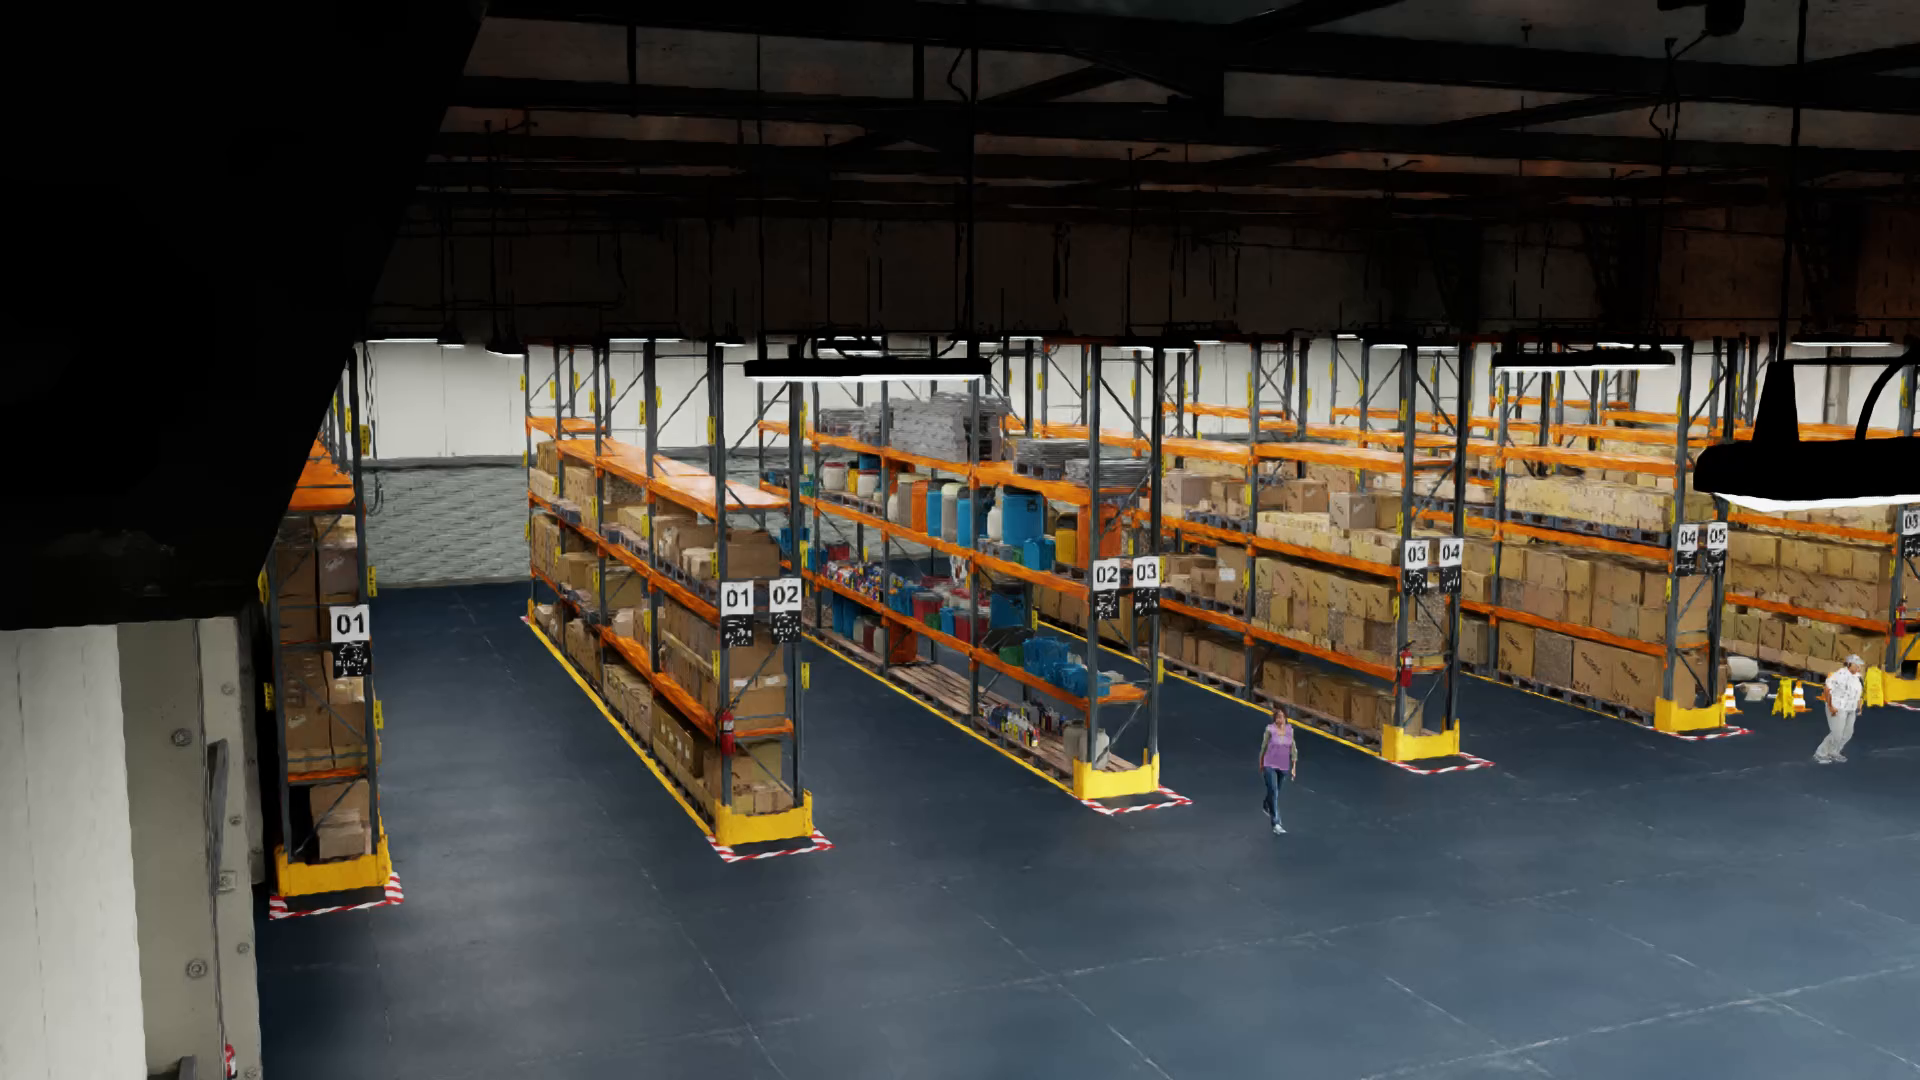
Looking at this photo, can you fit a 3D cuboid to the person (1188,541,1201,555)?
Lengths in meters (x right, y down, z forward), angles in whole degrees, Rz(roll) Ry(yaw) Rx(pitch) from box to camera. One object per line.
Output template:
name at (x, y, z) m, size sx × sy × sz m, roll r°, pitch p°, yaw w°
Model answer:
person at (4.929, 0.812, 35.568) m, size 0.598 × 1.619 × 0.507 m, roll -3°, pitch 8°, yaw -24°

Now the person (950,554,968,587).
person at (-0.080, 0.785, 34.981) m, size 0.557 × 1.780 × 0.639 m, roll -1°, pitch 8°, yaw -4°

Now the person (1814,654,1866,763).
person at (12.592, 2.397, 23.721) m, size 0.626 × 1.610 × 0.578 m, roll -3°, pitch 8°, yaw -24°

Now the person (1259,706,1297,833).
person at (3.961, 2.821, 20.722) m, size 0.407 × 1.519 × 0.962 m, roll -2°, pitch 8°, yaw -13°
